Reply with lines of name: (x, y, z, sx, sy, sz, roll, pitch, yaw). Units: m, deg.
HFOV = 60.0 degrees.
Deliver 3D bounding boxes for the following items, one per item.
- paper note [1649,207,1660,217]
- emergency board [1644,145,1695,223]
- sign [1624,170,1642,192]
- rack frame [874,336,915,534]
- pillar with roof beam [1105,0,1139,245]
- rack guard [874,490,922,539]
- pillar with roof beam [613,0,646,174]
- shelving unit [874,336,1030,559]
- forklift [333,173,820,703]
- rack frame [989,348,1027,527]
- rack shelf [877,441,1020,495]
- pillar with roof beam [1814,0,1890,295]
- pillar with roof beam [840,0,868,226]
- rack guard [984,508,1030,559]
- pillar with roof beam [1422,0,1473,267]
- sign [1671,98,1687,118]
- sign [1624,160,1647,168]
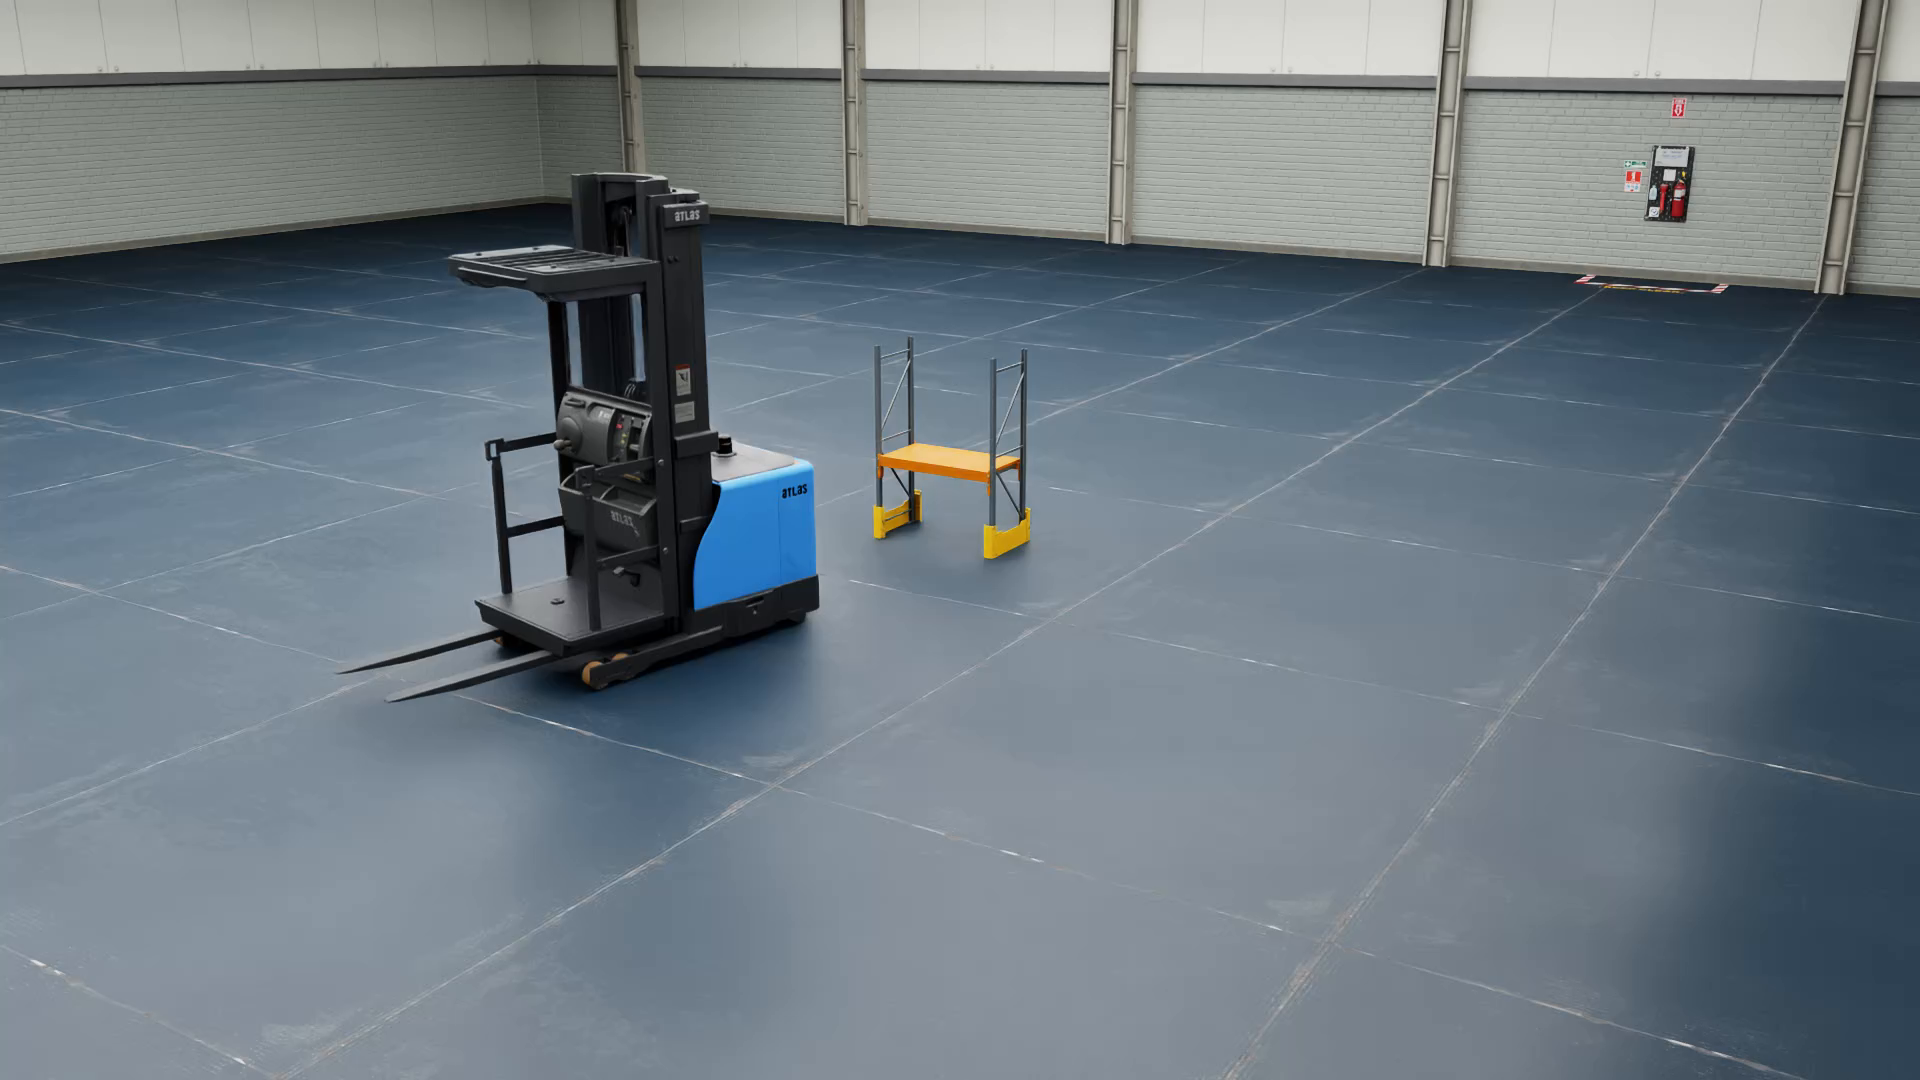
paper note: (11.003, -5.200, 26.355, 0.142, 0.148, 0.016, 10, 20, 30)
emergency board: (11.118, -5.577, 26.082, 0.643, 1.169, 0.194, 10, 20, 30)
sign: (10.701, -5.704, 26.438, 0.234, 0.329, 0.001, 10, 20, 30)
rack frame: (-0.506, -0.808, 12.961, 0.032, 1.500, 0.500, 10, 20, 30)
pillar with roof beam: (0.726, -8.822, 26.440, 0.400, 9.000, 9.100, 10, 20, 30)
rack guard: (-0.489, -0.207, 13.132, 0.087, 0.250, 0.587, 10, 20, 30)
pillar with roof beam: (-9.500, -10.647, 32.449, 0.400, 9.000, 9.100, 10, 20, 30)
shelving unit: (-0.065, -0.729, 12.701, 1.083, 1.500, 0.587, 10, 20, 30)
forklift: (-2.332, -0.678, 10.070, 1.130, 2.935, 3.031, 16, 23, 42)
rack frame: (0.360, -0.653, 12.451, 0.032, 1.500, 0.500, 10, 20, 30)
rack shelf: (-0.073, -0.558, 12.758, 1.000, 0.185, 0.538, 10, 20, 30)
pillar with roof beam: (10.951, -6.996, 20.431, 0.400, 9.000, 9.100, 10, 20, 30)
pillar with roof beam: (-4.387, -9.734, 29.445, 0.400, 9.000, 9.100, 10, 20, 30)
rack guard: (0.359, -0.055, 12.634, 0.087, 0.250, 0.587, 10, 20, 30)
pillar with roof beam: (5.838, -7.909, 23.436, 0.400, 9.000, 9.100, 10, 20, 30)
sign: (11.163, -6.713, 25.830, 0.199, 0.298, 0.001, 10, 20, 30)
sign: (10.700, -5.955, 26.351, 0.331, 0.109, 0.001, 10, 20, 30)
